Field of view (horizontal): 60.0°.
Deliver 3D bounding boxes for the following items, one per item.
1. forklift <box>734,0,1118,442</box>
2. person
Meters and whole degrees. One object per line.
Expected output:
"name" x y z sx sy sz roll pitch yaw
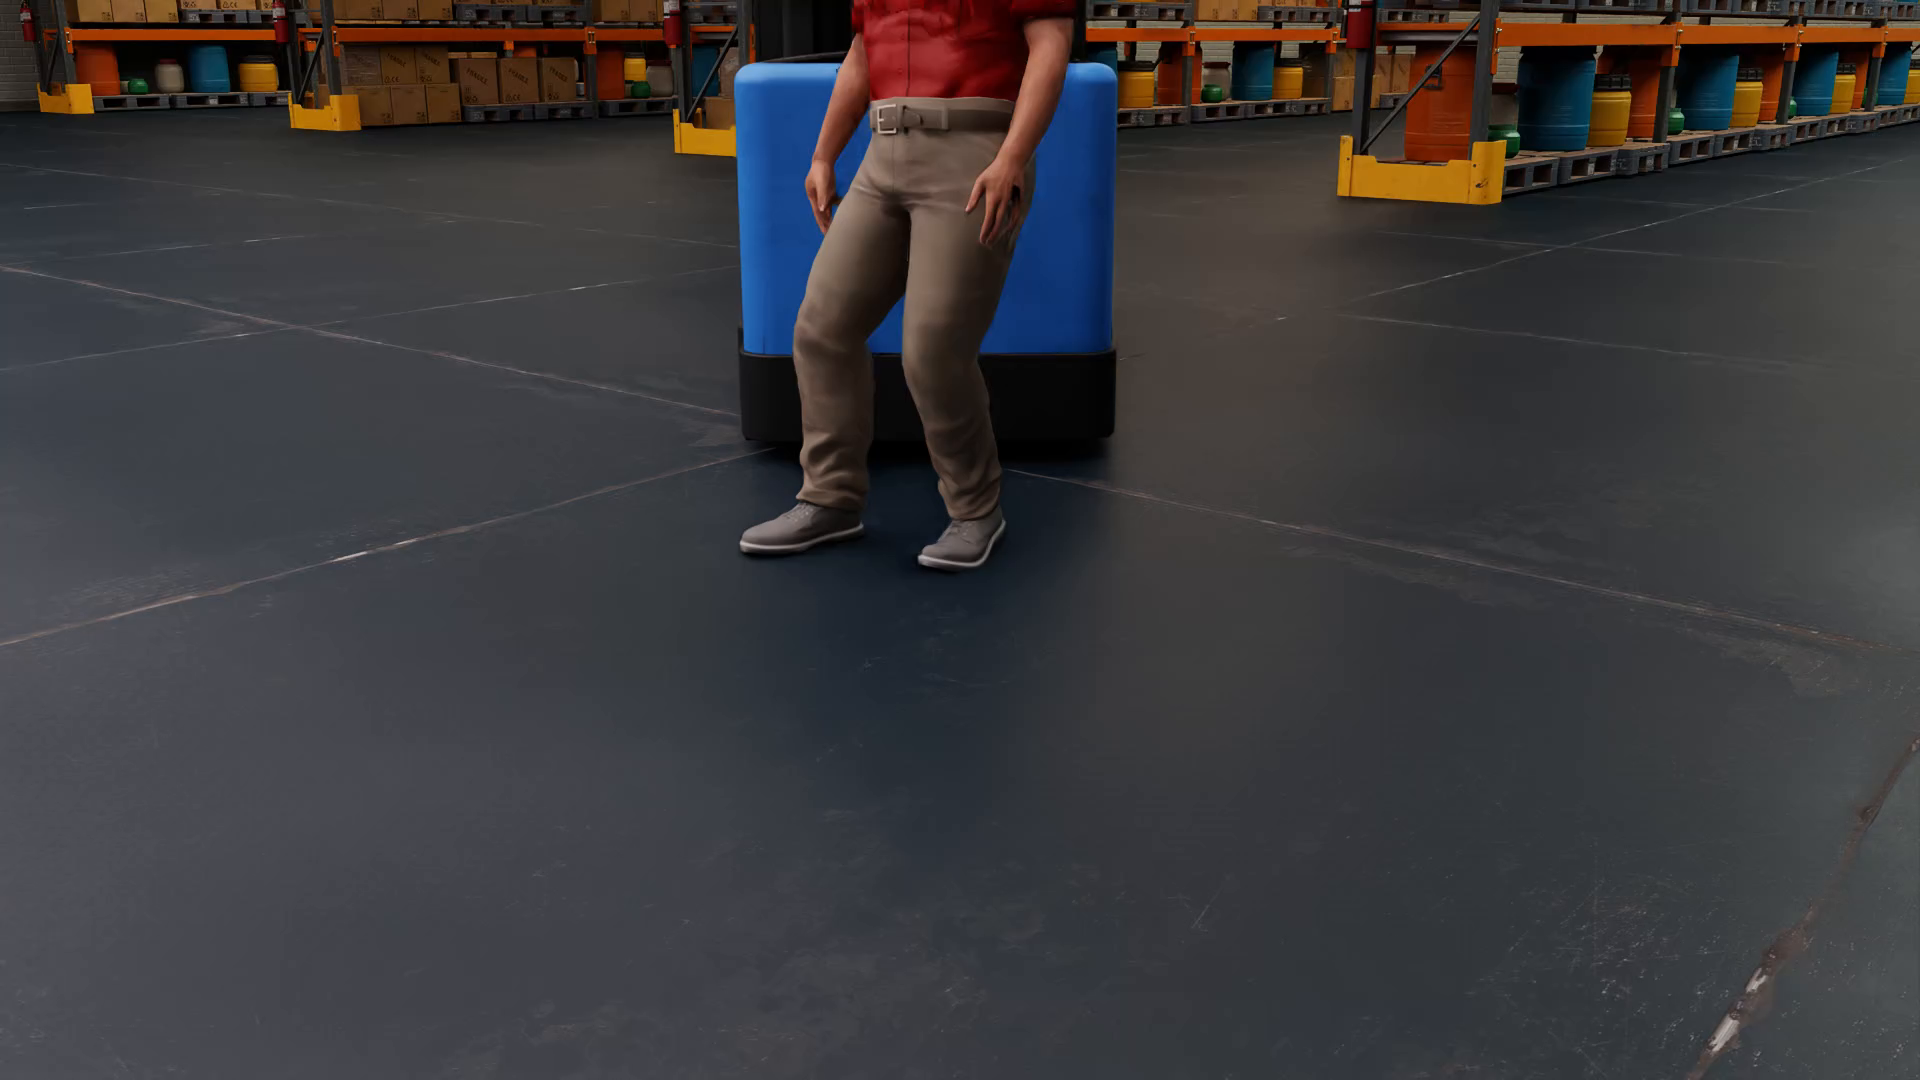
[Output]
"forklift" -0.141 -2.047 5.639 1.130 2.935 3.031 -1 17 -2
"person" -0.127 -0.772 3.594 0.690 1.711 0.556 16 23 42
